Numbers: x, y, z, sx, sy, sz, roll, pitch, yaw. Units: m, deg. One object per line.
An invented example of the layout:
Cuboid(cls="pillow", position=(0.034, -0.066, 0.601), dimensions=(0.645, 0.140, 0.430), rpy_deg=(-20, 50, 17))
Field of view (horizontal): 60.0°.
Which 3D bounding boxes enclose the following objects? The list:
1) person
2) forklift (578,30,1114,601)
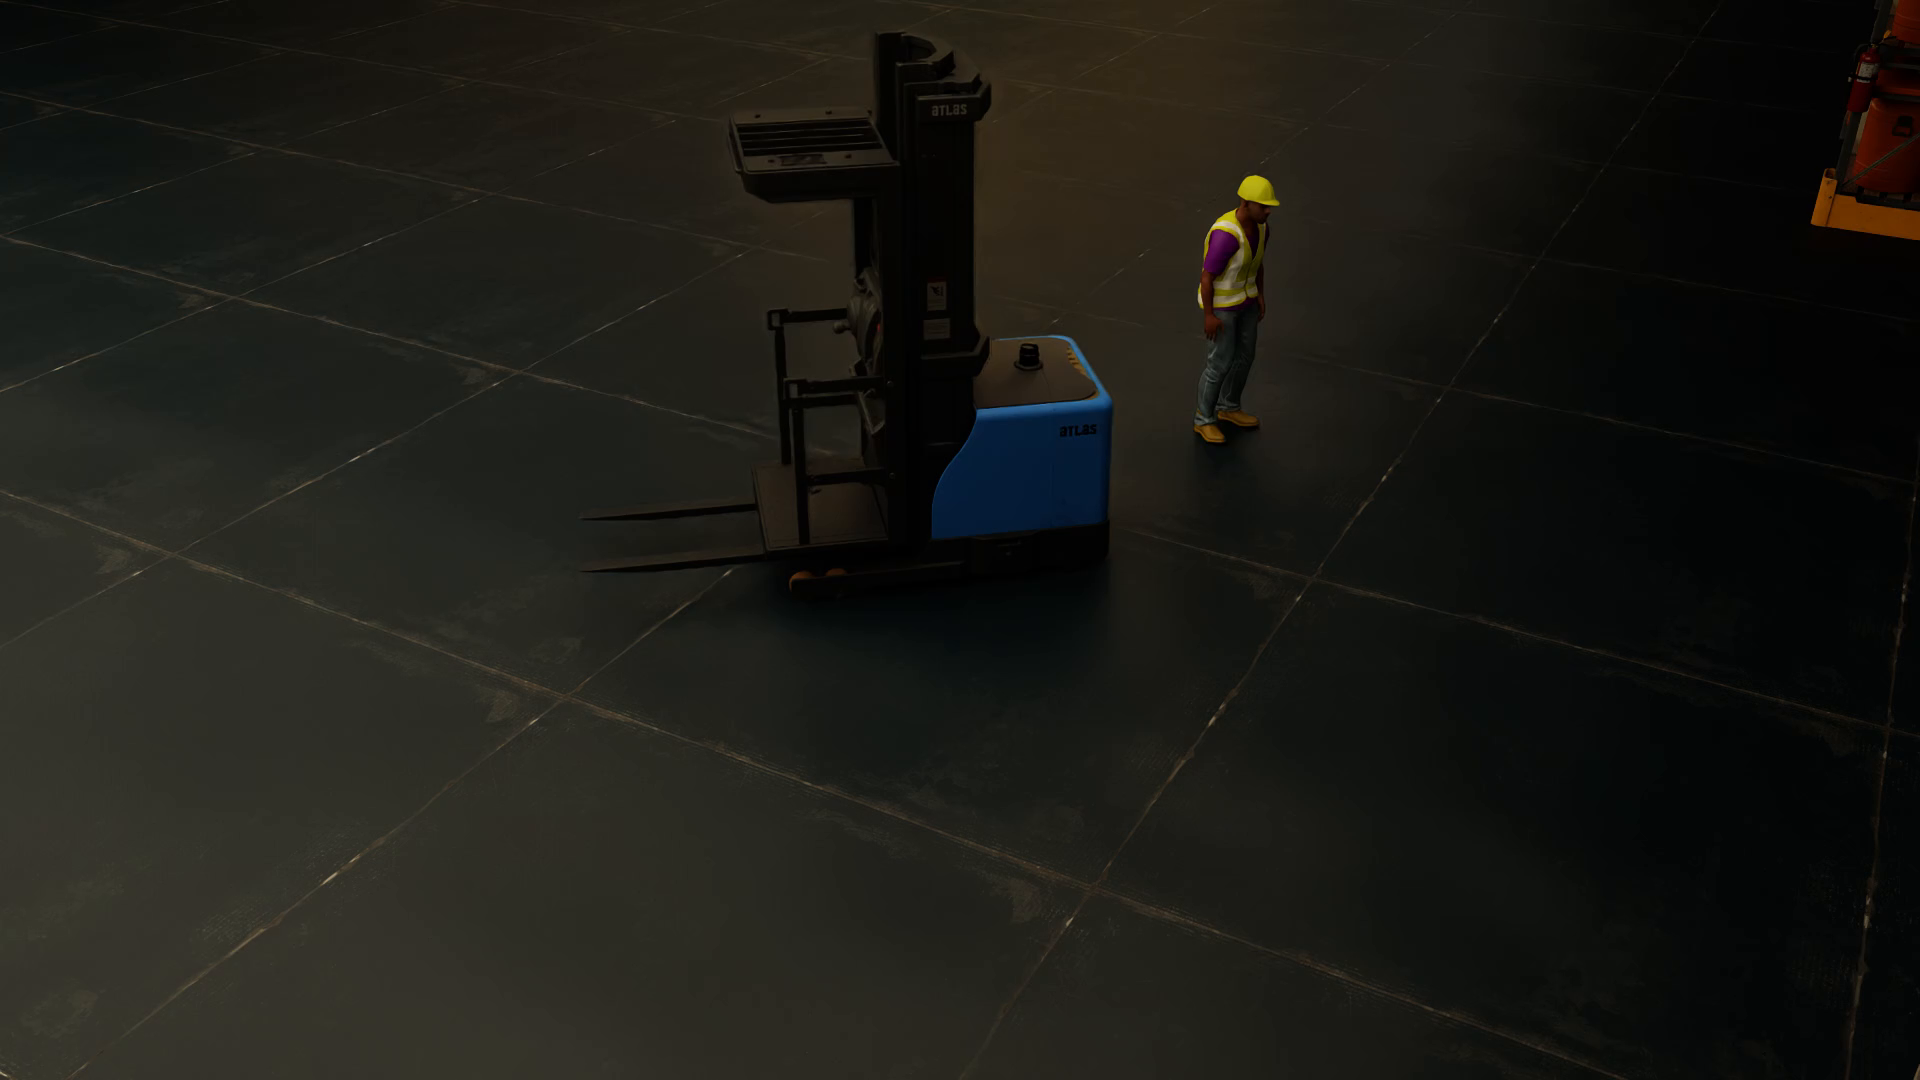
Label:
Cuboid(cls="person", position=(1.808, -1.536, 10.908), dimensions=(0.461, 1.759, 0.629), rpy_deg=(27, 39, 38))
Cuboid(cls="forklift", position=(-0.699, -1.211, 9.169), dimensions=(3.031, 2.935, 1.130), rpy_deg=(-5, 30, -9))
